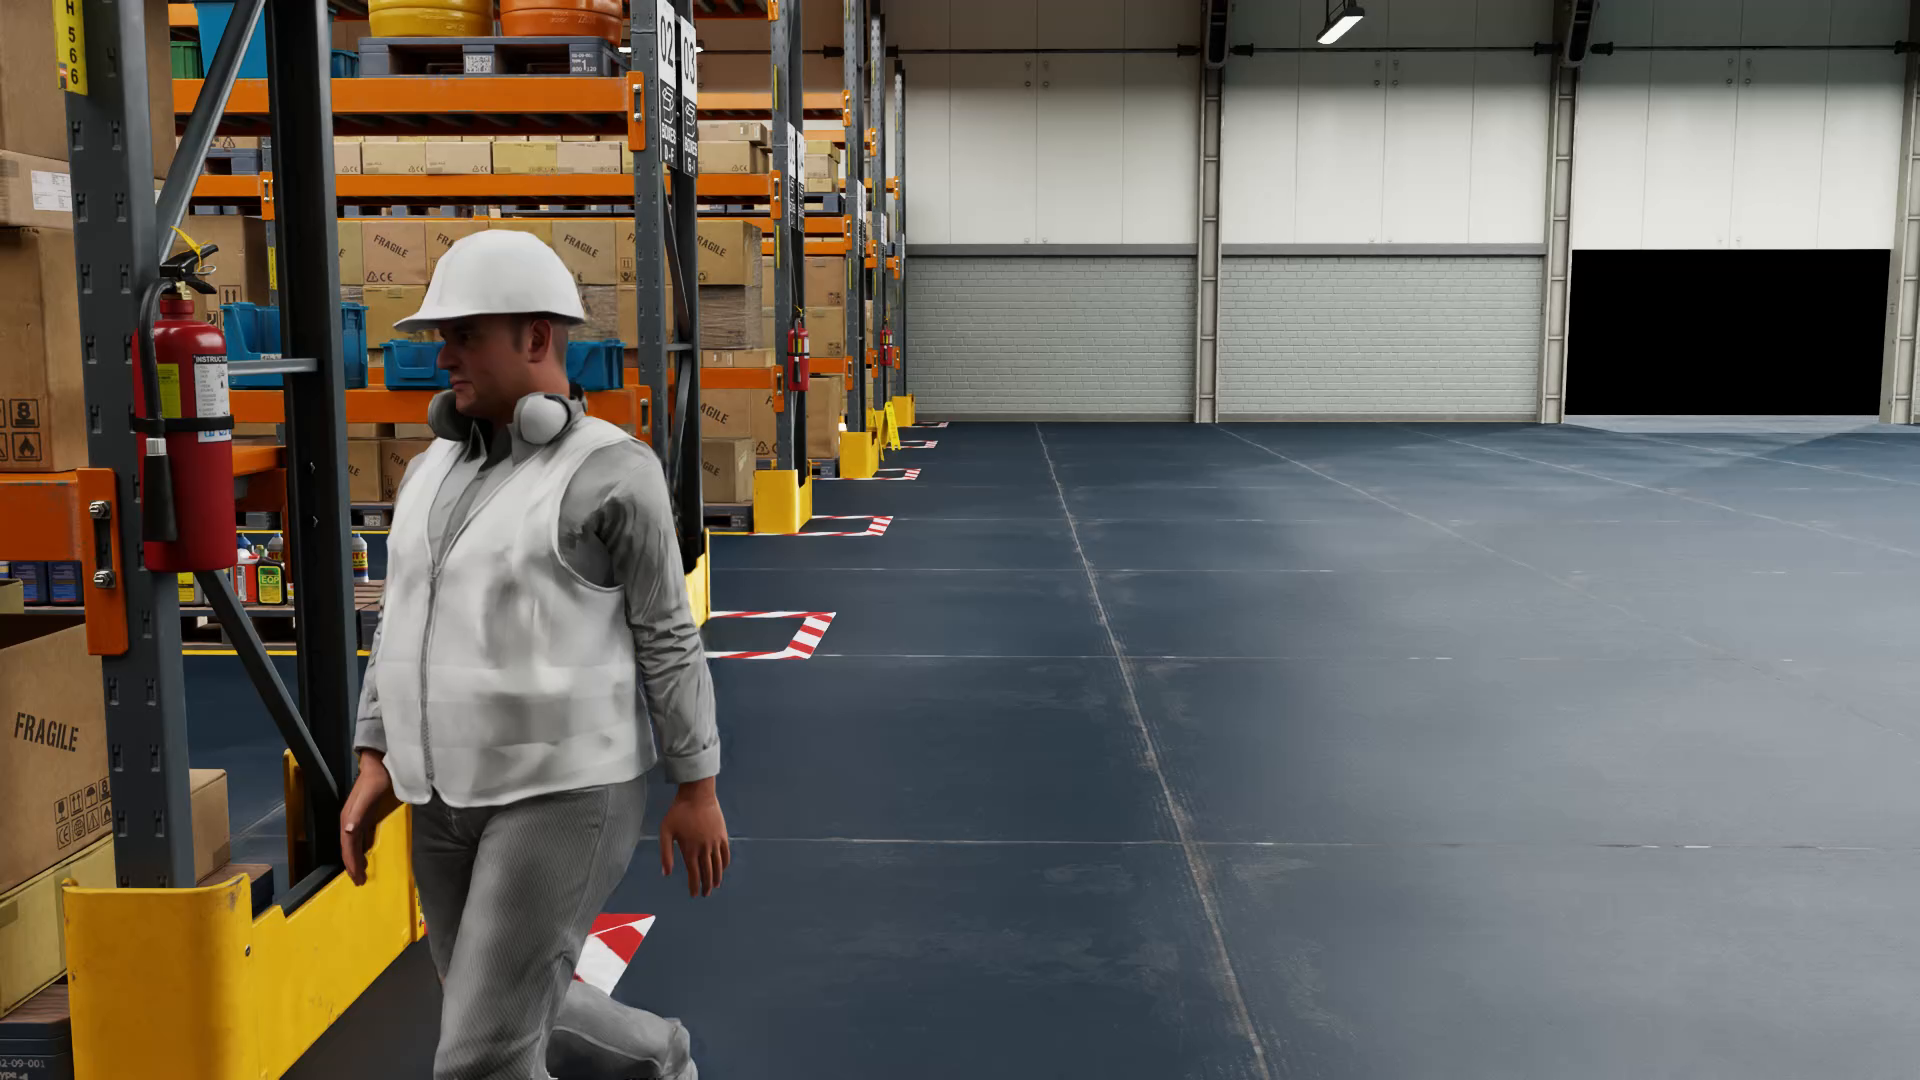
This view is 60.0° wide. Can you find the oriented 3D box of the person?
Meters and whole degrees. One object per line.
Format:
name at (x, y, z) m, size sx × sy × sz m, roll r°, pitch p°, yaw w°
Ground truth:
person at (-0.694, 0.381, 2.668) m, size 0.569 × 1.734 × 0.899 m, roll 4°, pitch 8°, yaw 32°
